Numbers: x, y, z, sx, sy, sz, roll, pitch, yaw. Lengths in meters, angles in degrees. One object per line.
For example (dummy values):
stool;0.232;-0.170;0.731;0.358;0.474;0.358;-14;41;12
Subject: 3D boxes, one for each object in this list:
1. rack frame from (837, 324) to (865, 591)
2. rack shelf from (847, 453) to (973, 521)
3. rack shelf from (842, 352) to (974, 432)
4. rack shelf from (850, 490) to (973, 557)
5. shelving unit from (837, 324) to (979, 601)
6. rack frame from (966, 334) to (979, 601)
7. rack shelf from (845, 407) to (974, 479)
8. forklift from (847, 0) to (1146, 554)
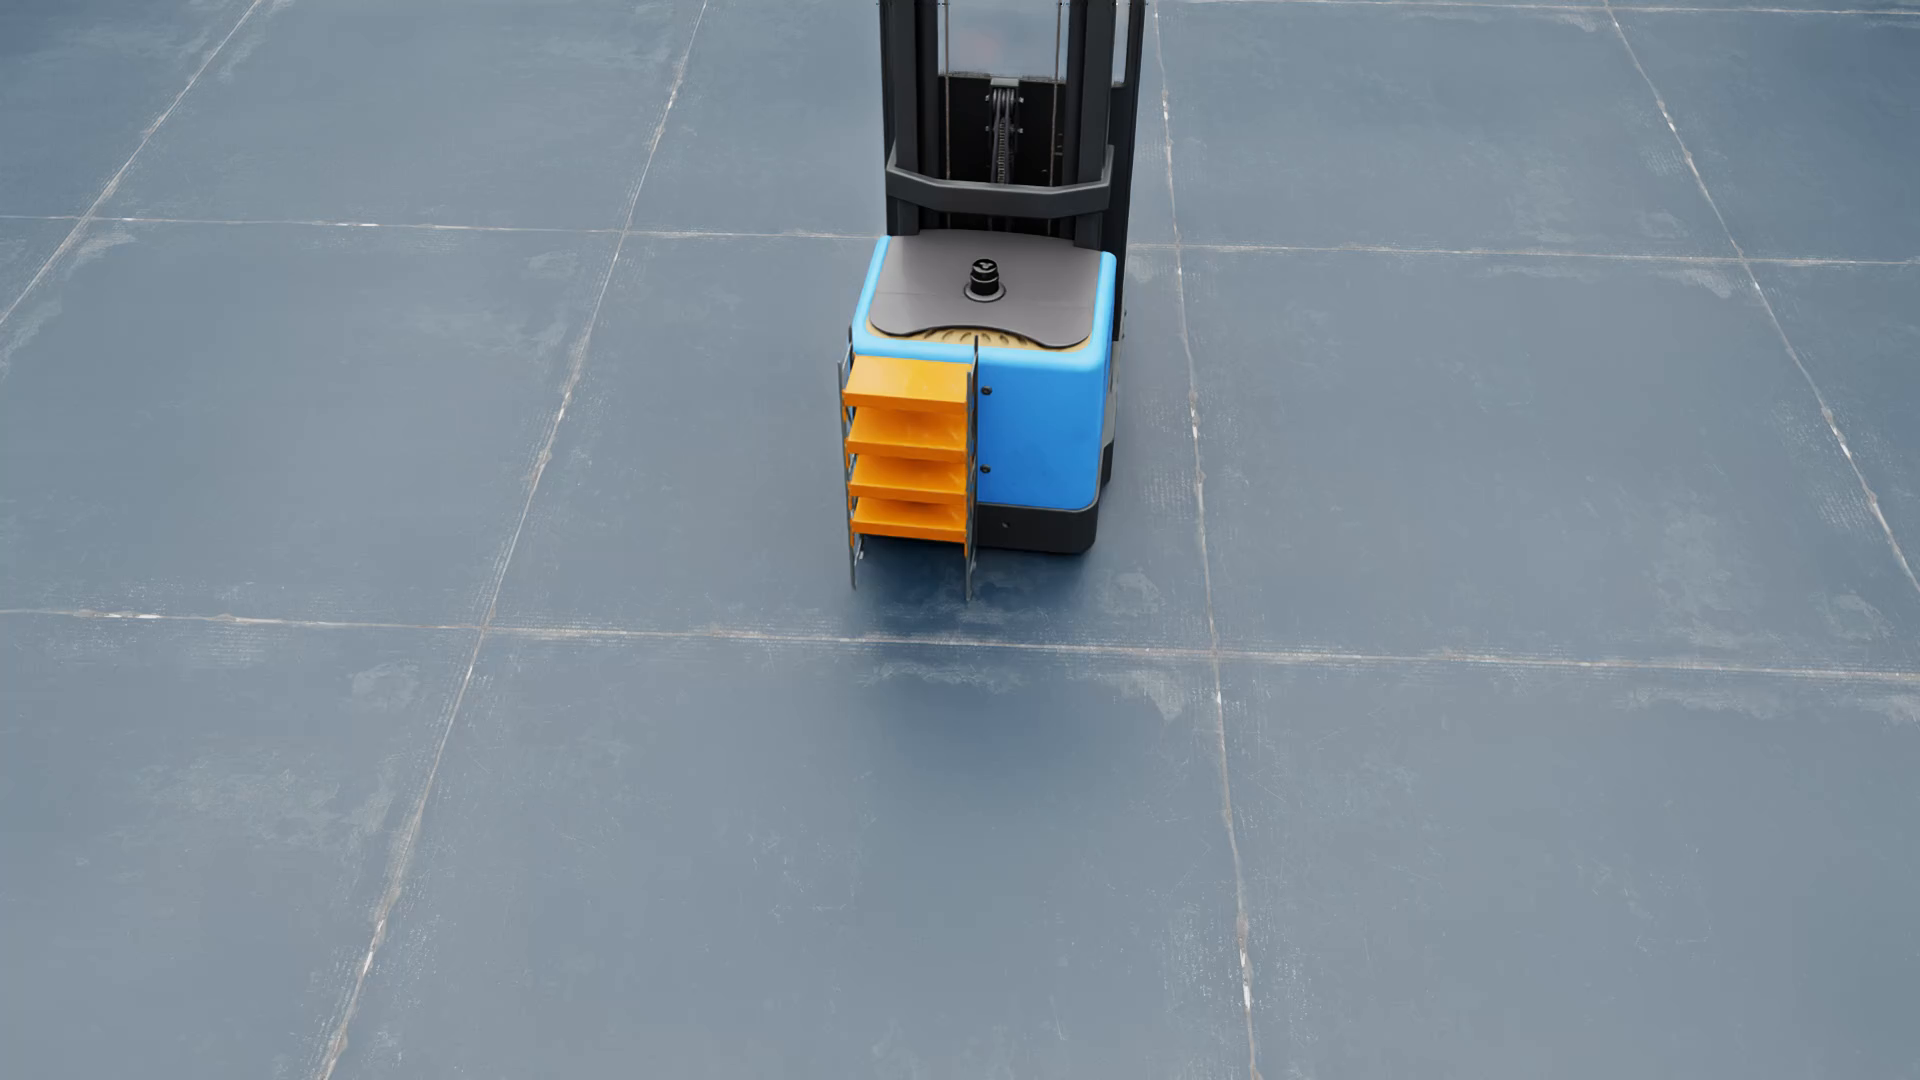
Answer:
rack frame;-0.436;-0.307;6.699;0.015;1.200;0.240;5;43;6
rack shelf;-0.194;-0.236;6.721;0.480;0.148;0.258;5;43;6
rack shelf;-0.194;-0.572;6.407;0.480;0.148;0.258;5;43;6
rack shelf;-0.194;-0.090;6.857;0.480;0.148;0.258;5;43;6
shelving unit;-0.194;-0.285;6.675;0.503;1.200;0.258;5;43;6
rack frame;0.048;-0.263;6.652;0.015;1.200;0.240;5;43;6
rack shelf;-0.194;-0.399;6.569;0.480;0.148;0.258;5;43;6
forklift;0.245;-2.022;7.270;1.130;2.935;3.031;5;43;6
